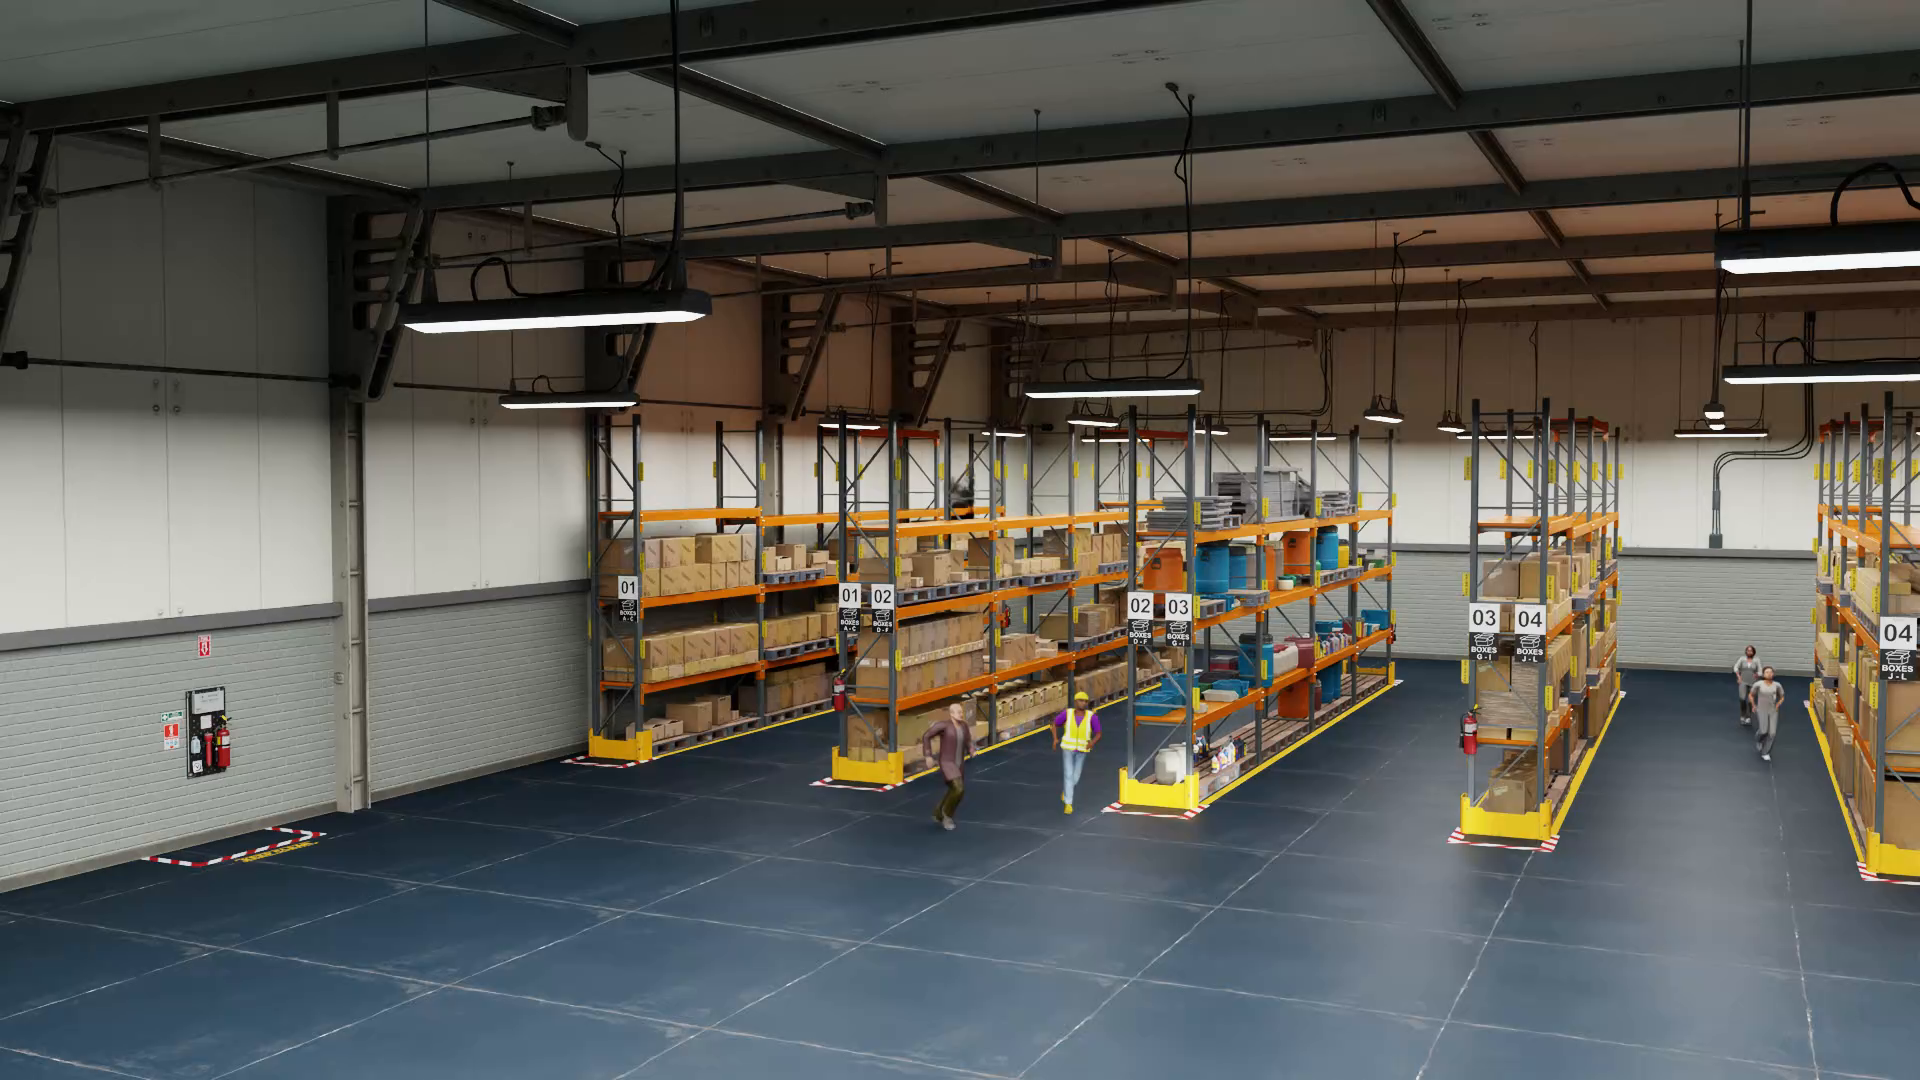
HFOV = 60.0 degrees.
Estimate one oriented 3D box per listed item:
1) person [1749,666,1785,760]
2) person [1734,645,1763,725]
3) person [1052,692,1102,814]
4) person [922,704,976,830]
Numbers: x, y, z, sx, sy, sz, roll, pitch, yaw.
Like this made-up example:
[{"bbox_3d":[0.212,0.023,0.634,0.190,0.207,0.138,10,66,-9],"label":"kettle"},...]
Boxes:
[{"bbox_3d":[14.031,3.008,28.898,0.565,1.616,0.565,1,2,16],"label":"person"},{"bbox_3d":[15.504,2.860,32.710,0.512,1.583,0.652,1,3,24],"label":"person"},{"bbox_3d":[1.733,3.121,24.666,0.730,1.751,0.815,0,2,-4],"label":"person"},{"bbox_3d":[-0.117,3.186,23.287,0.772,1.793,0.708,2,3,42],"label":"person"}]
